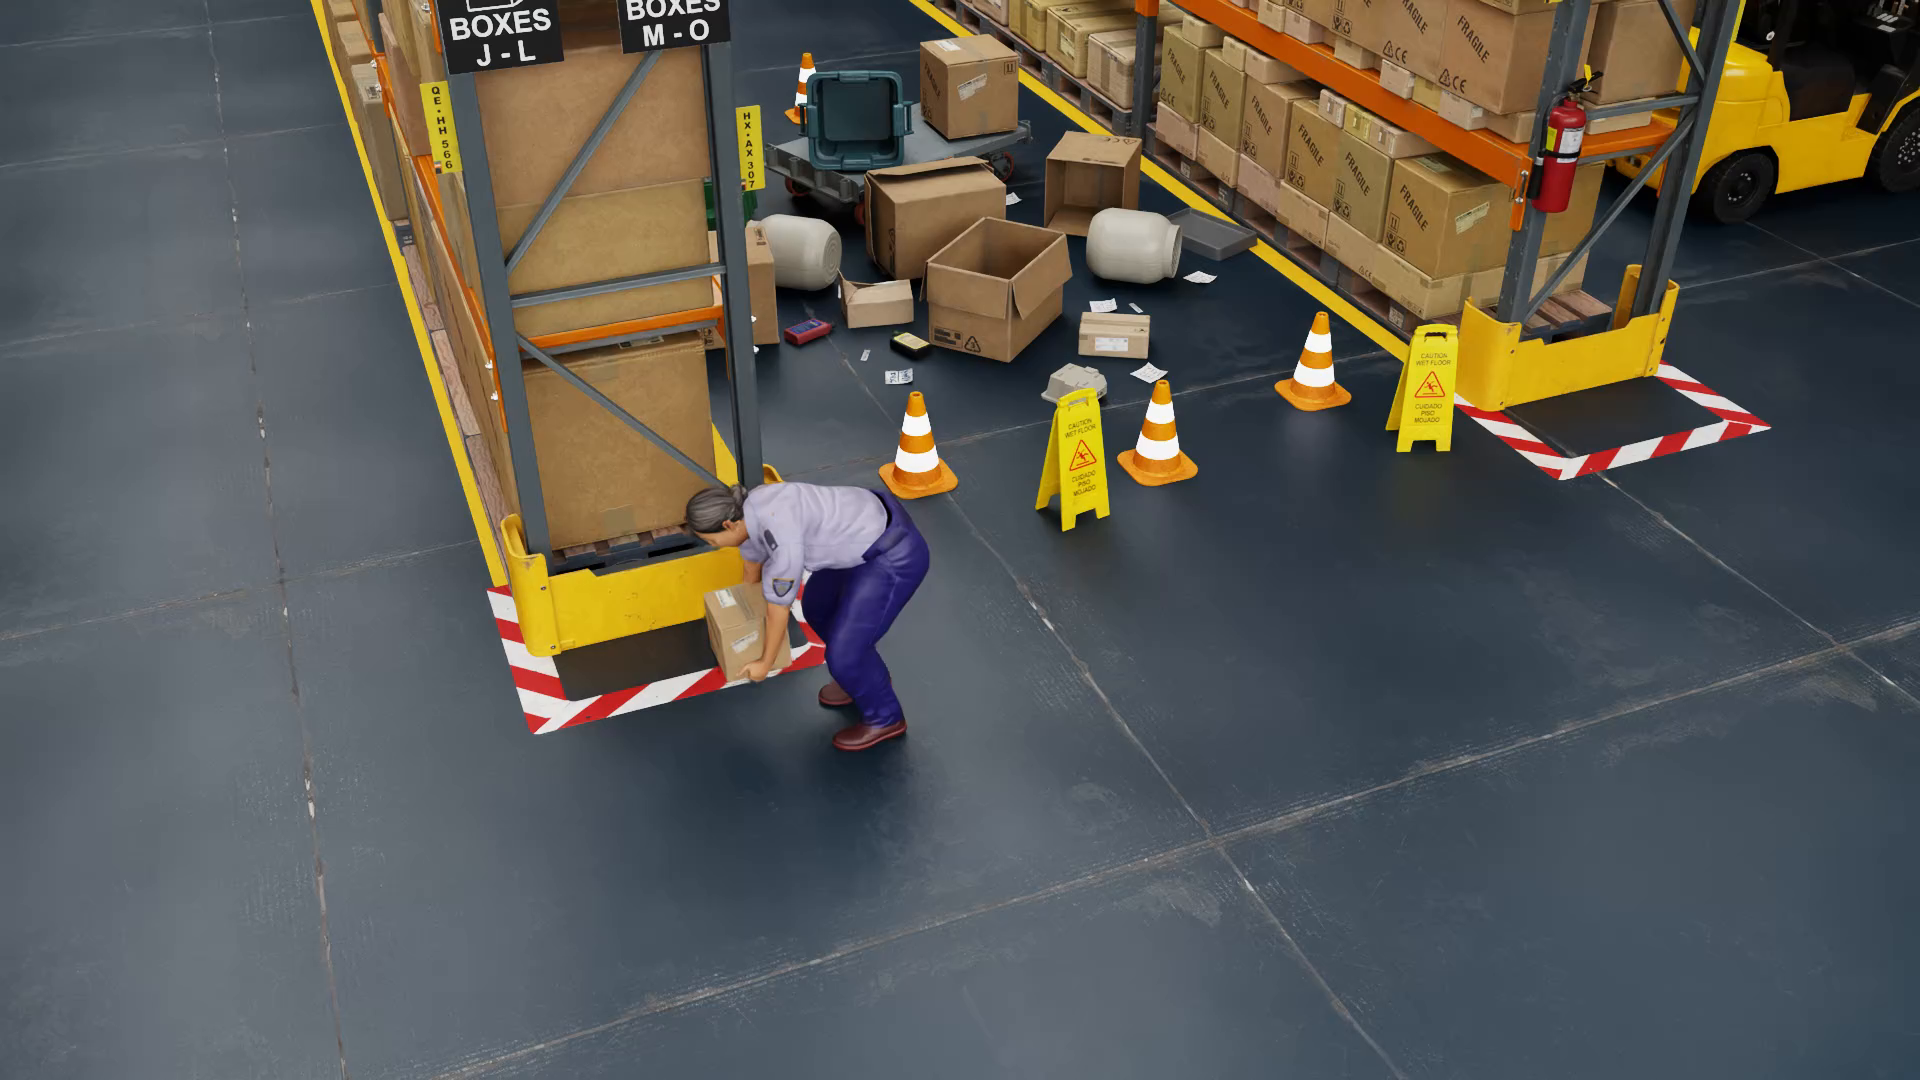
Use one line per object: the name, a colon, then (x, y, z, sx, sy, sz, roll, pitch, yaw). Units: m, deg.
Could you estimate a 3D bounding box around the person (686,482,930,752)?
person: (-0.550, 0.244, 6.225, 0.868, 1.169, 0.488, -11, 35, -16)
